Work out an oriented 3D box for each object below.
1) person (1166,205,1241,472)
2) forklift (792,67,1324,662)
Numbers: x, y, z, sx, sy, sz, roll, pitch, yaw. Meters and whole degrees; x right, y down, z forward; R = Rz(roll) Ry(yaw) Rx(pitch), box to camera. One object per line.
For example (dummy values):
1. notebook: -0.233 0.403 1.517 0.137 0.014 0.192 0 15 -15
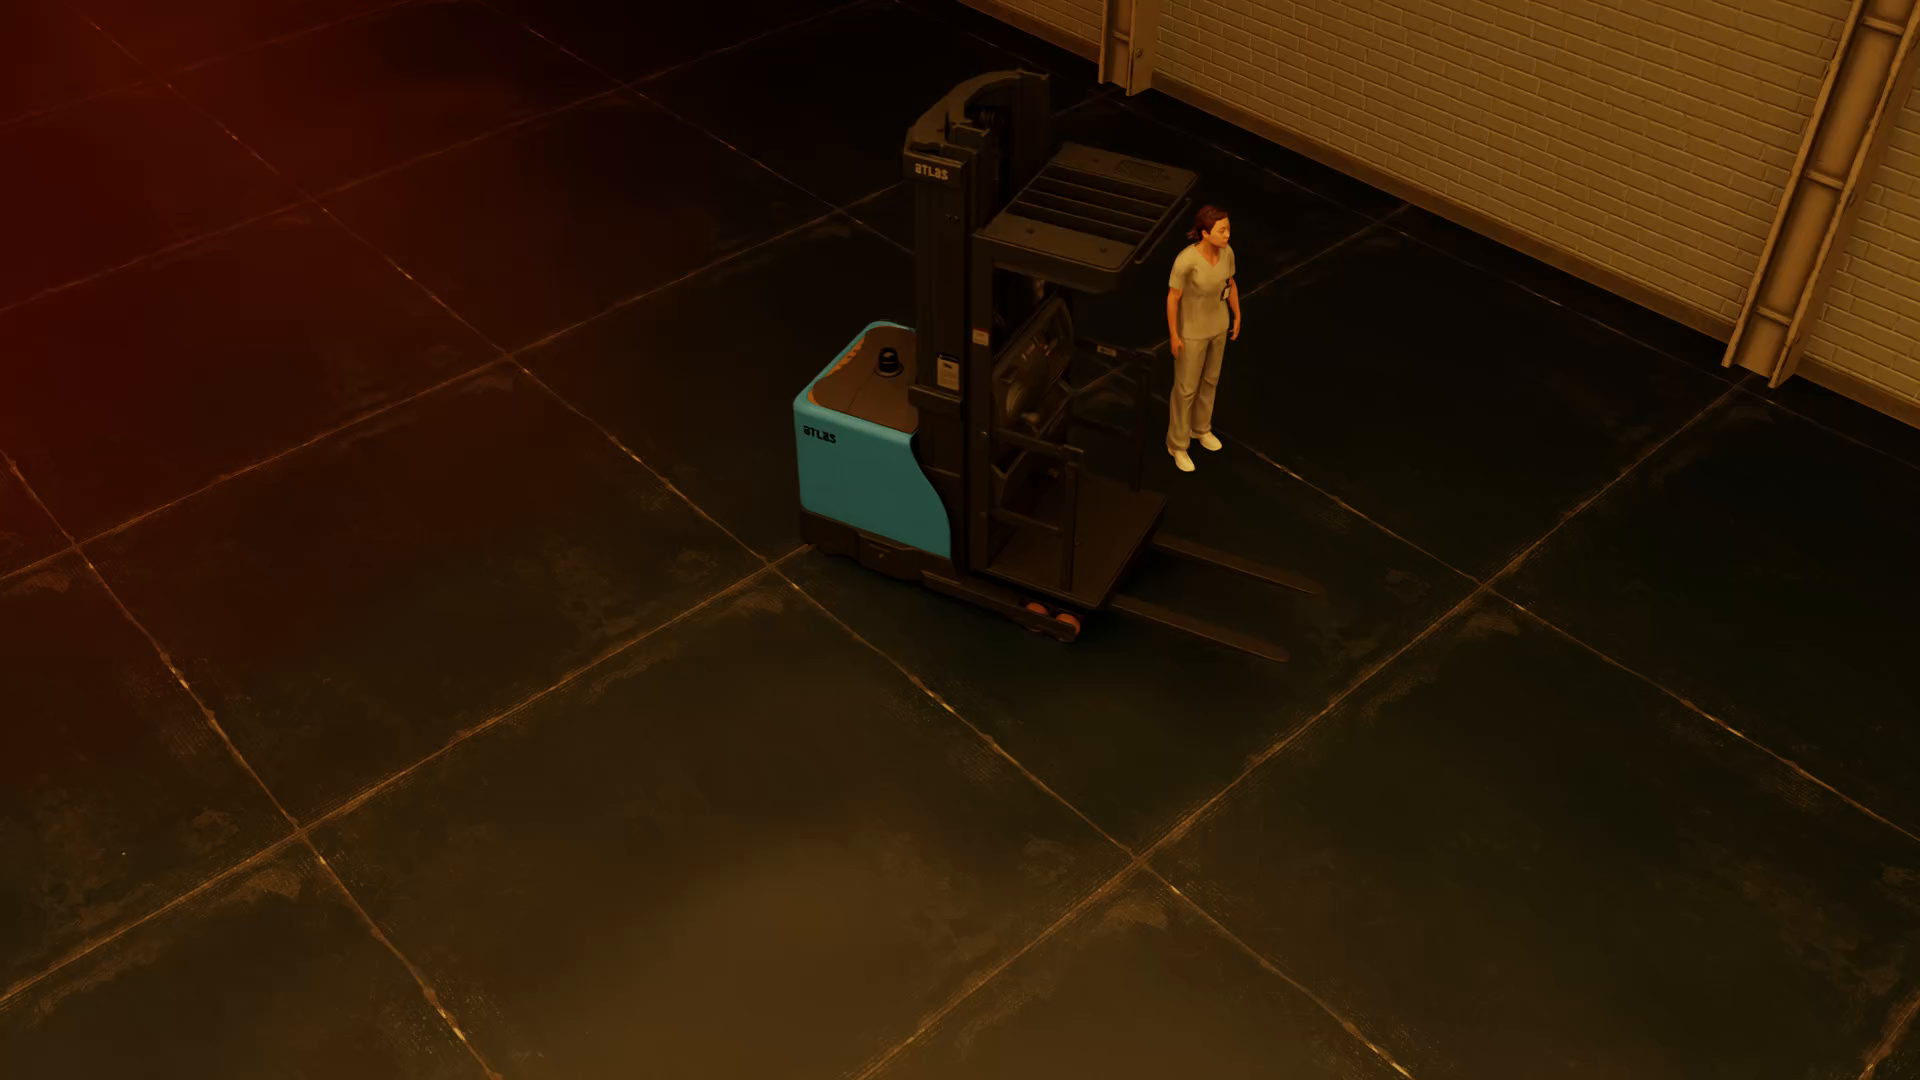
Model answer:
1. person: 1.541 -1.276 10.345 0.543 1.679 0.516 -23 46 -24
2. forklift: 0.580 -0.926 8.981 3.031 2.935 1.130 19 44 20
